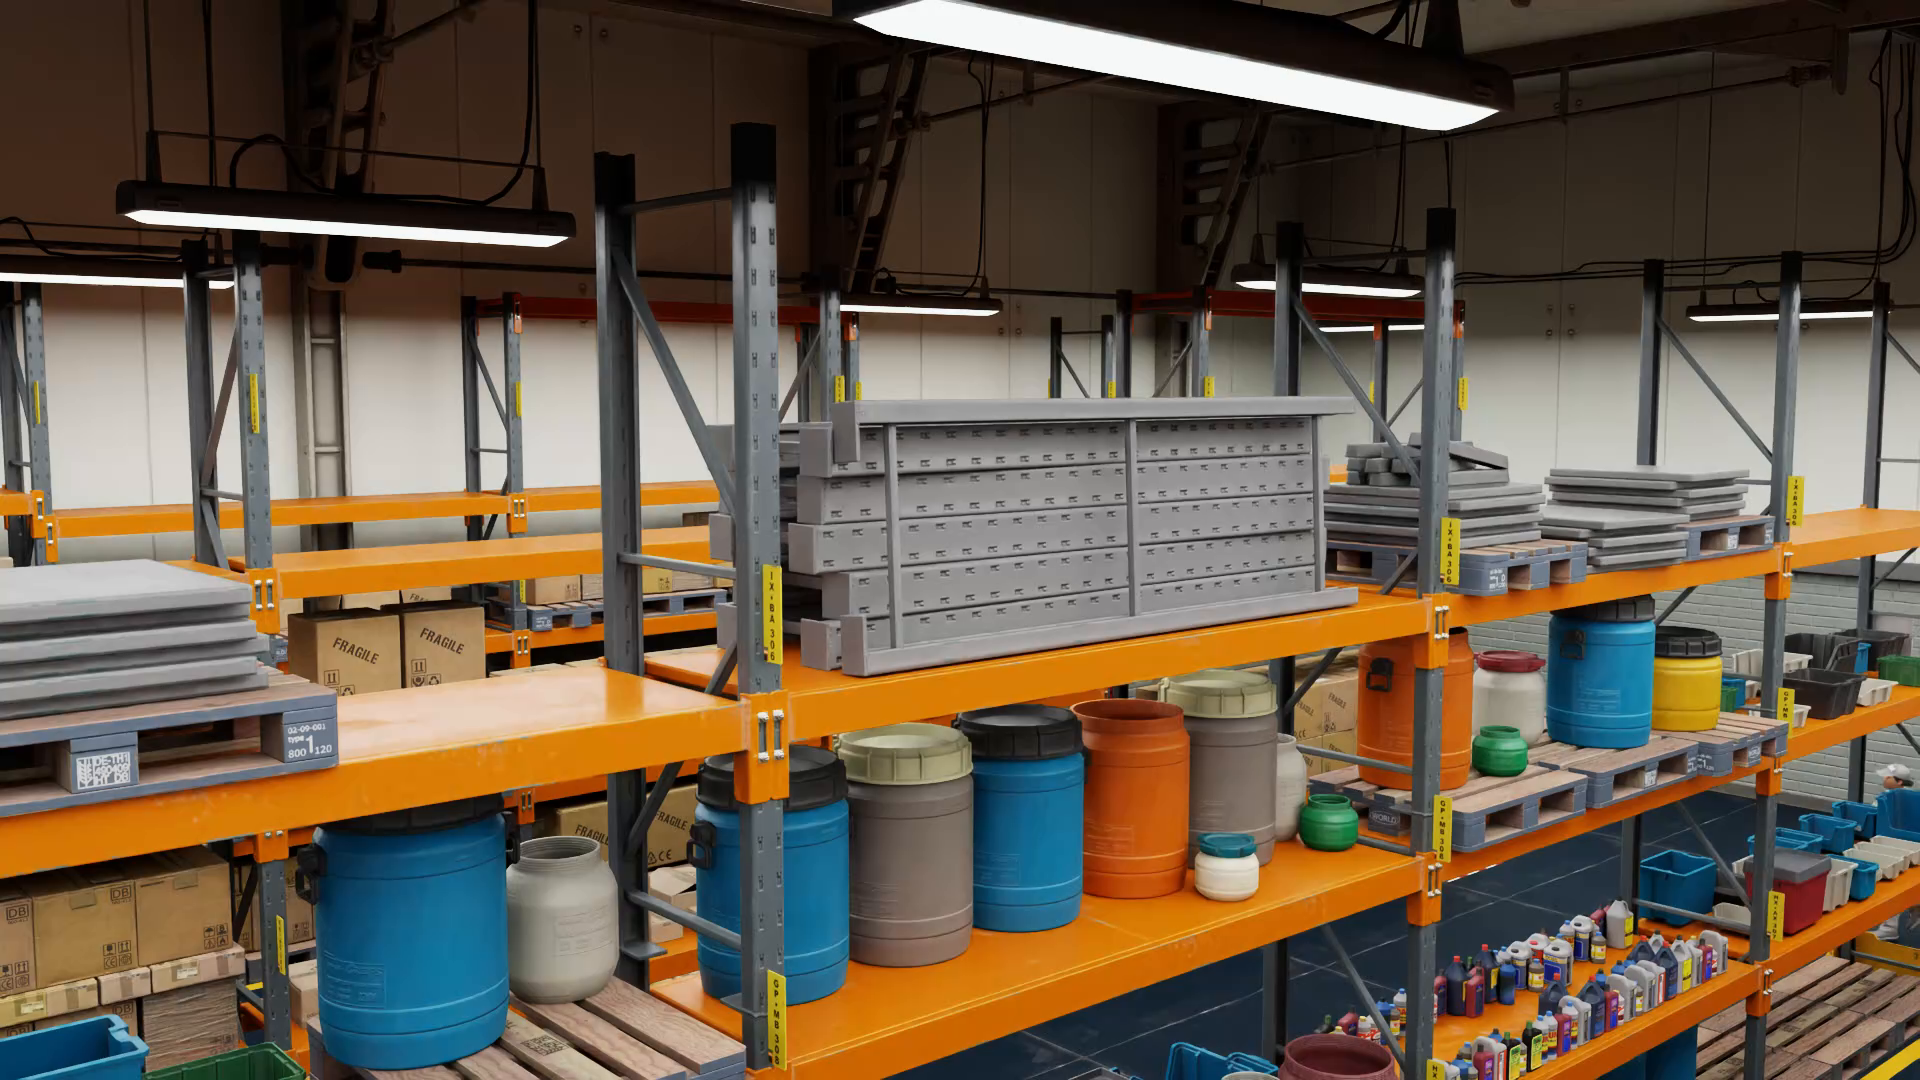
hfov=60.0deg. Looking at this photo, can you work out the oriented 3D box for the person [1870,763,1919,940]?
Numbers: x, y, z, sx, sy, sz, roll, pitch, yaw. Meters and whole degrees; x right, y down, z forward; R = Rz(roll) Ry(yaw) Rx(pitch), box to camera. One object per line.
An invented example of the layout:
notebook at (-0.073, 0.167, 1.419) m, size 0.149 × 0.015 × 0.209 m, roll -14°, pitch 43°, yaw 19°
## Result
person at (8.702, 2.873, 15.386) m, size 0.603 × 1.647 × 0.489 m, roll 1°, pitch 5°, yaw 9°
